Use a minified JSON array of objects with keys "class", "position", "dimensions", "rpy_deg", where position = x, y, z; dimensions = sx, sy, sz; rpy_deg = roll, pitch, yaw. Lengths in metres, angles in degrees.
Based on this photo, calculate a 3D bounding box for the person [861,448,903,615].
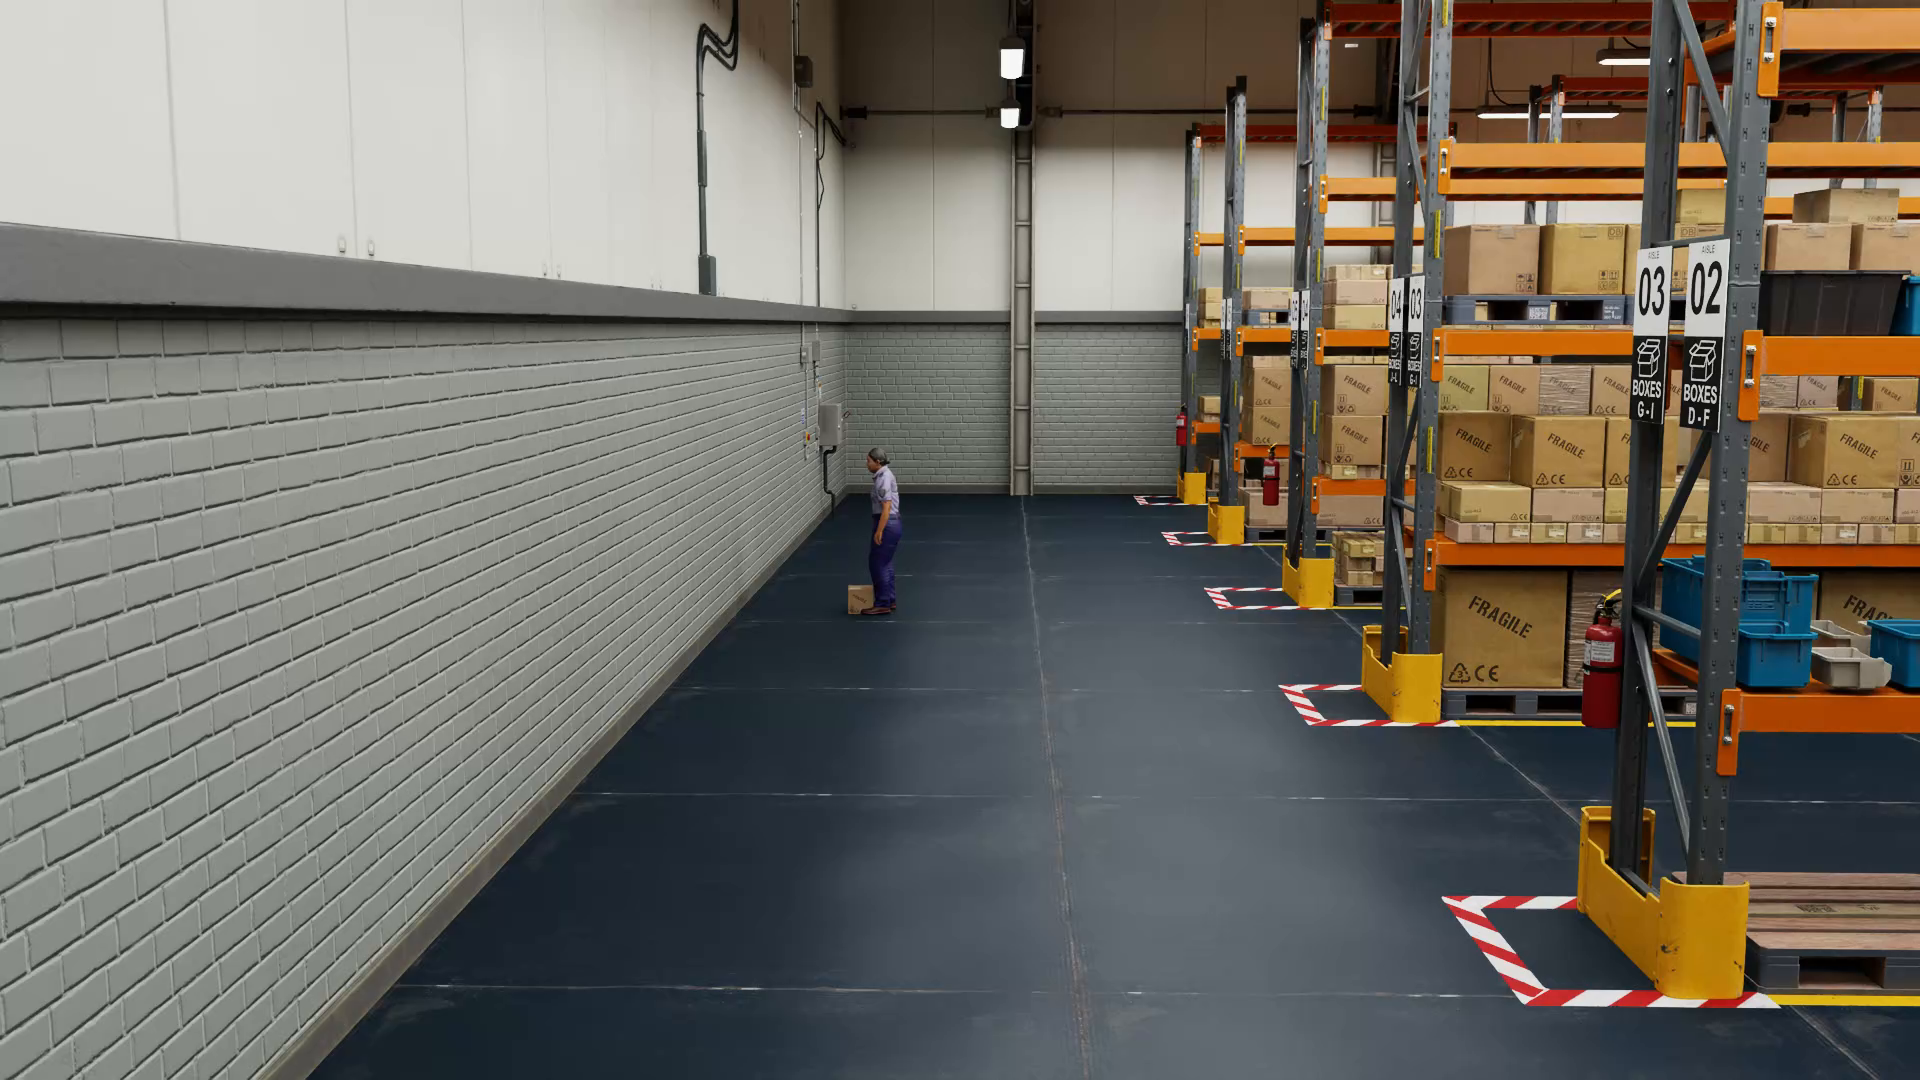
[{"class":"person","position":[-0.778,-0.098,16.564],"dimensions":[0.415,1.652,0.537],"rpy_deg":[0,7,2]}]
